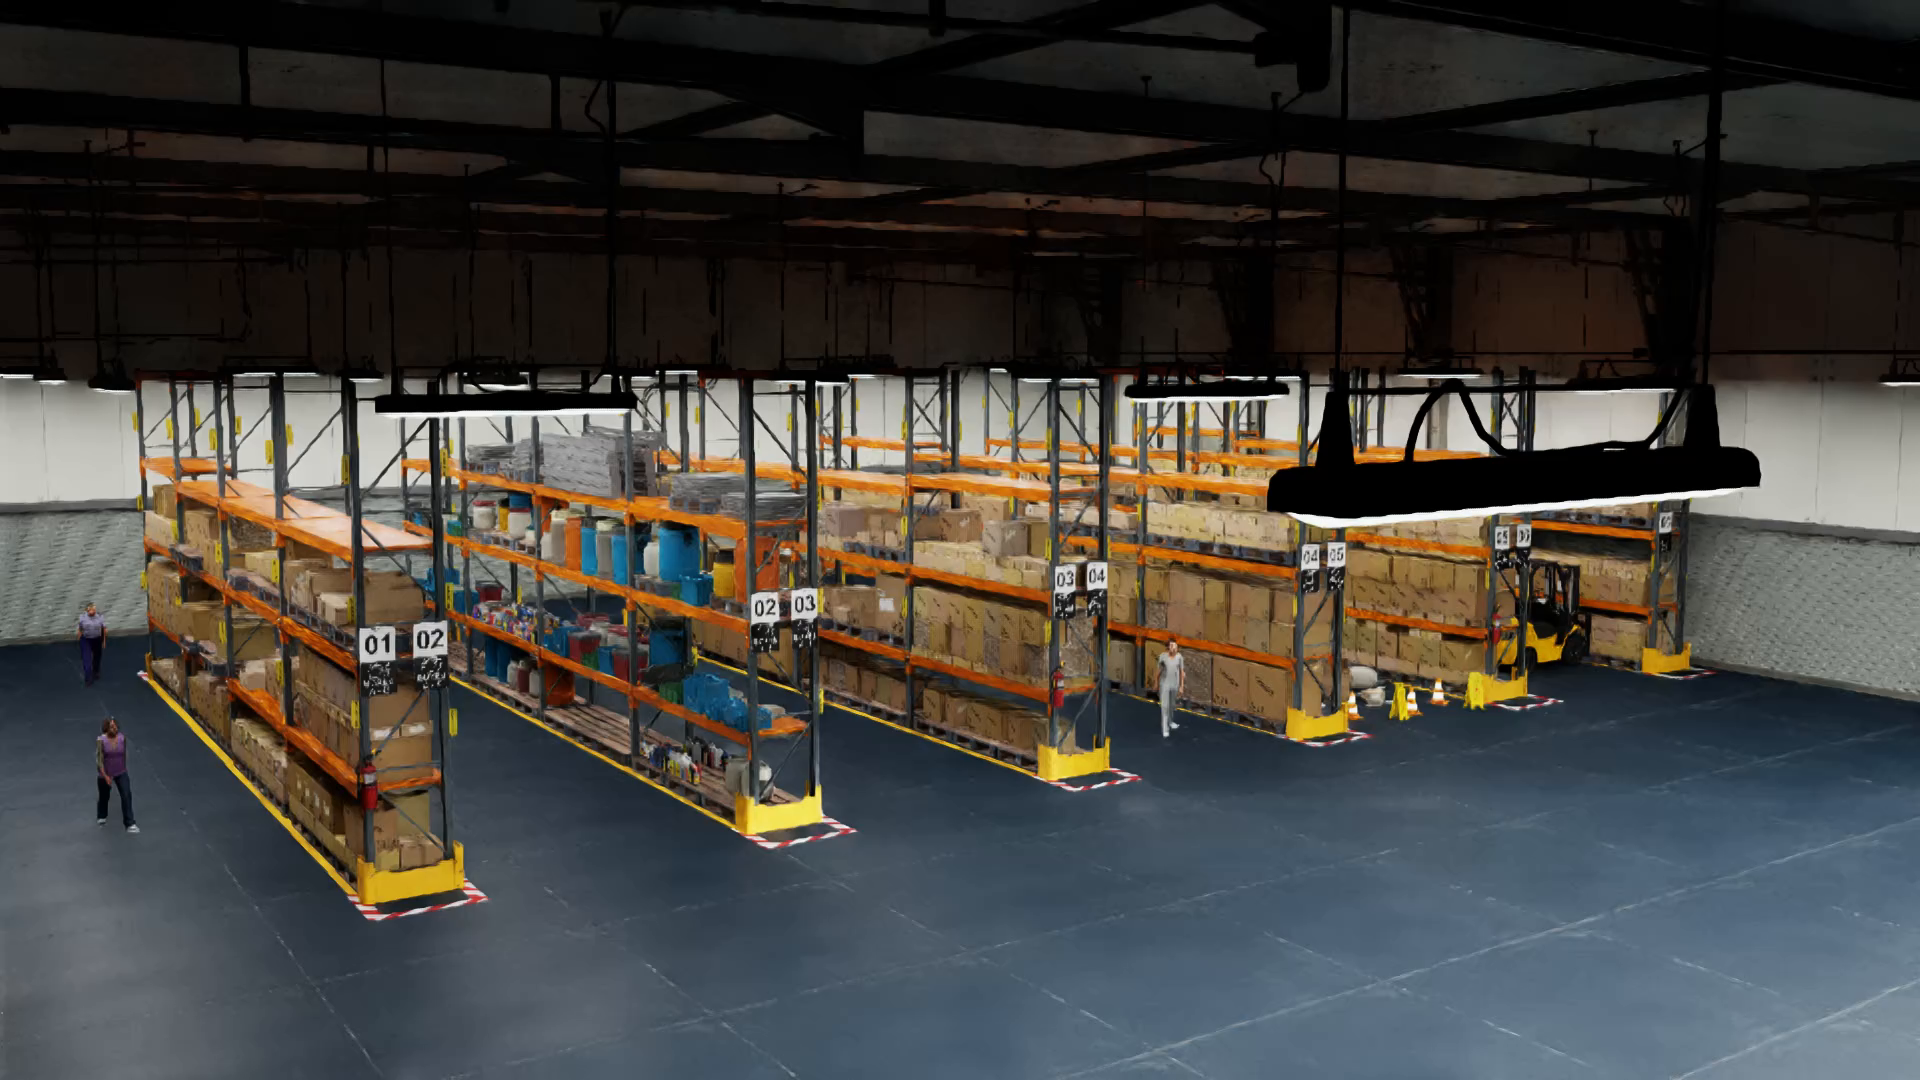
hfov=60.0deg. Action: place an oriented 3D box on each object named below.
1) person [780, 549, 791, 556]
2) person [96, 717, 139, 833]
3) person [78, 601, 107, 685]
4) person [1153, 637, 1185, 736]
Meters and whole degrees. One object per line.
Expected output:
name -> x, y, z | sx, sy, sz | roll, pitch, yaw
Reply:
person -> -4.022, 1.094, 38.558 | 0.578, 1.788, 0.727 | -4, 7, -29
person -> -11.186, 3.084, 21.941 | 0.412, 1.533, 0.955 | -6, 9, -42
person -> -16.611, 1.938, 31.871 | 0.479, 1.556, 1.072 | -5, 8, -35
person -> 3.492, 2.413, 27.623 | 0.482, 1.621, 0.948 | -1, 7, -10
